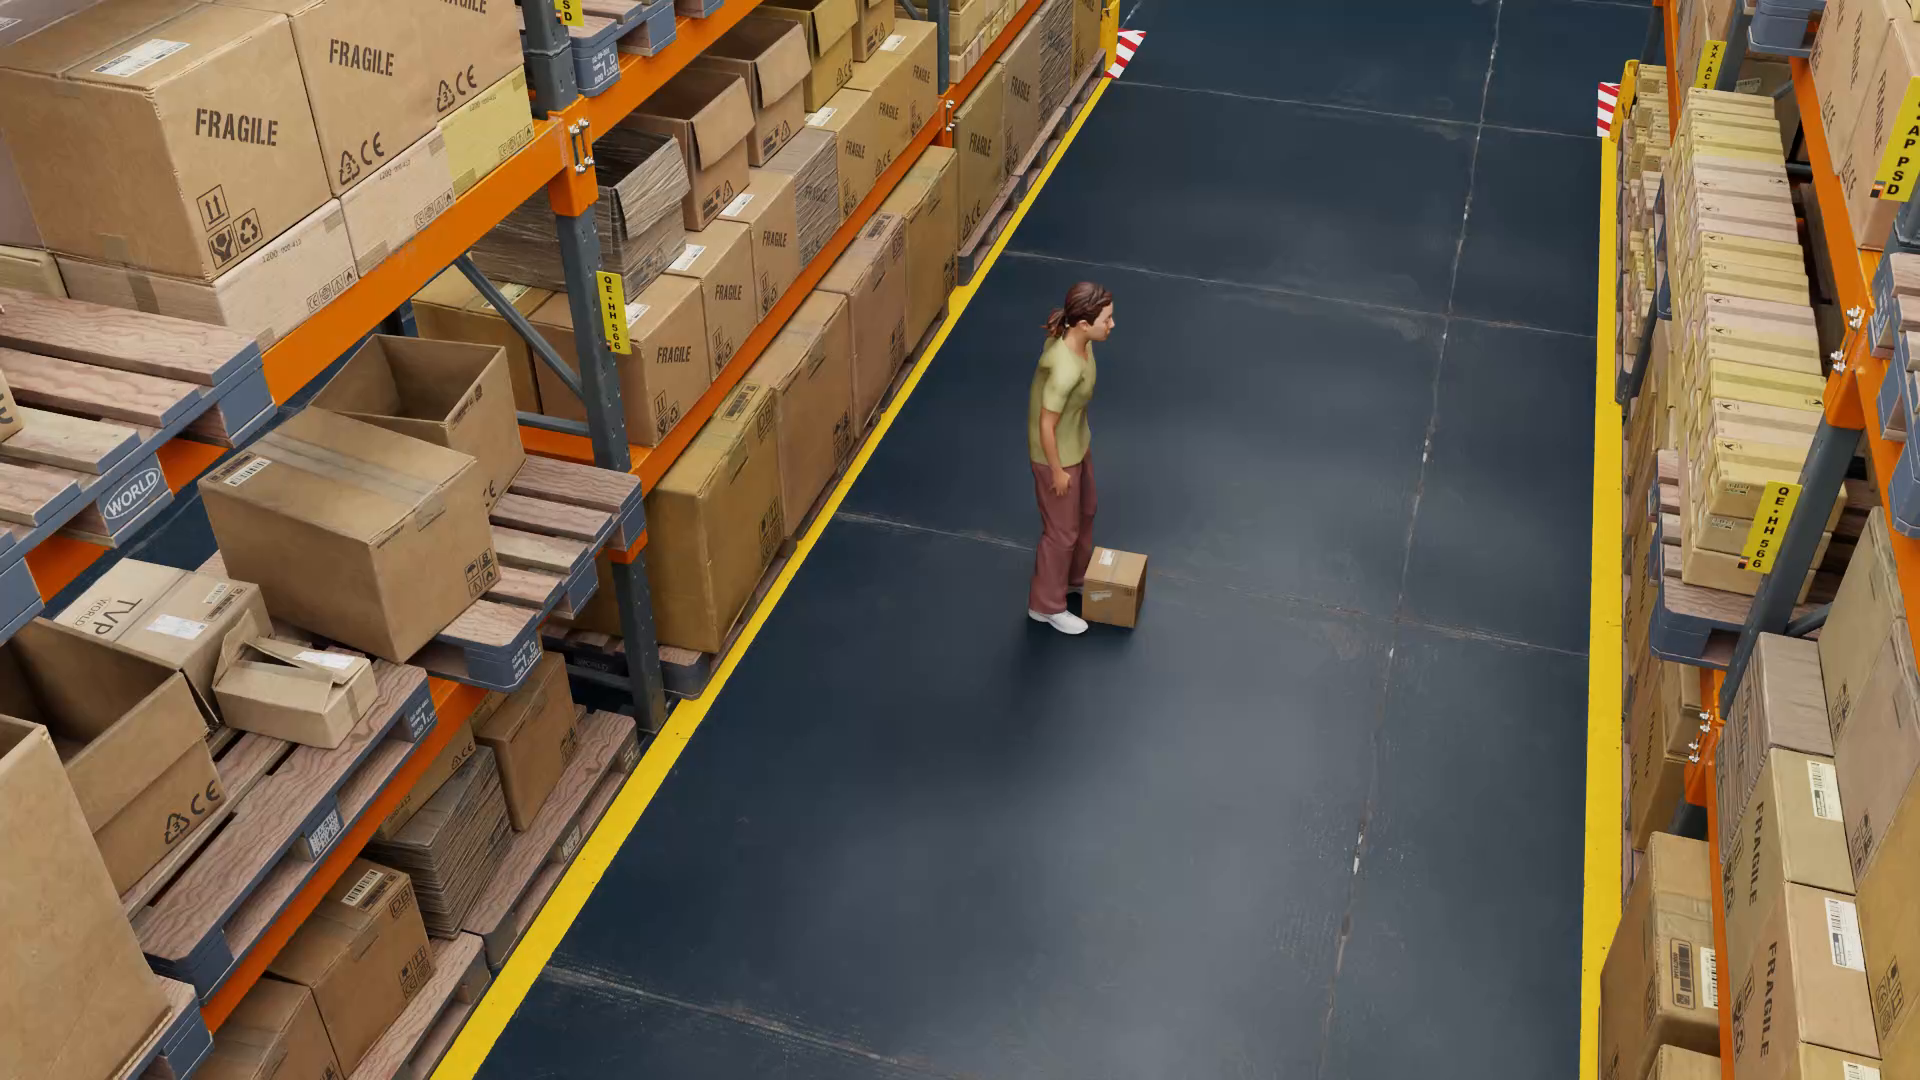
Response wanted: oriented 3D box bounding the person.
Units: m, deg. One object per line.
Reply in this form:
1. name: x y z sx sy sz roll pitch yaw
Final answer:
1. person: 0.507 -0.379 7.391 0.403 1.673 0.499 11 39 14
